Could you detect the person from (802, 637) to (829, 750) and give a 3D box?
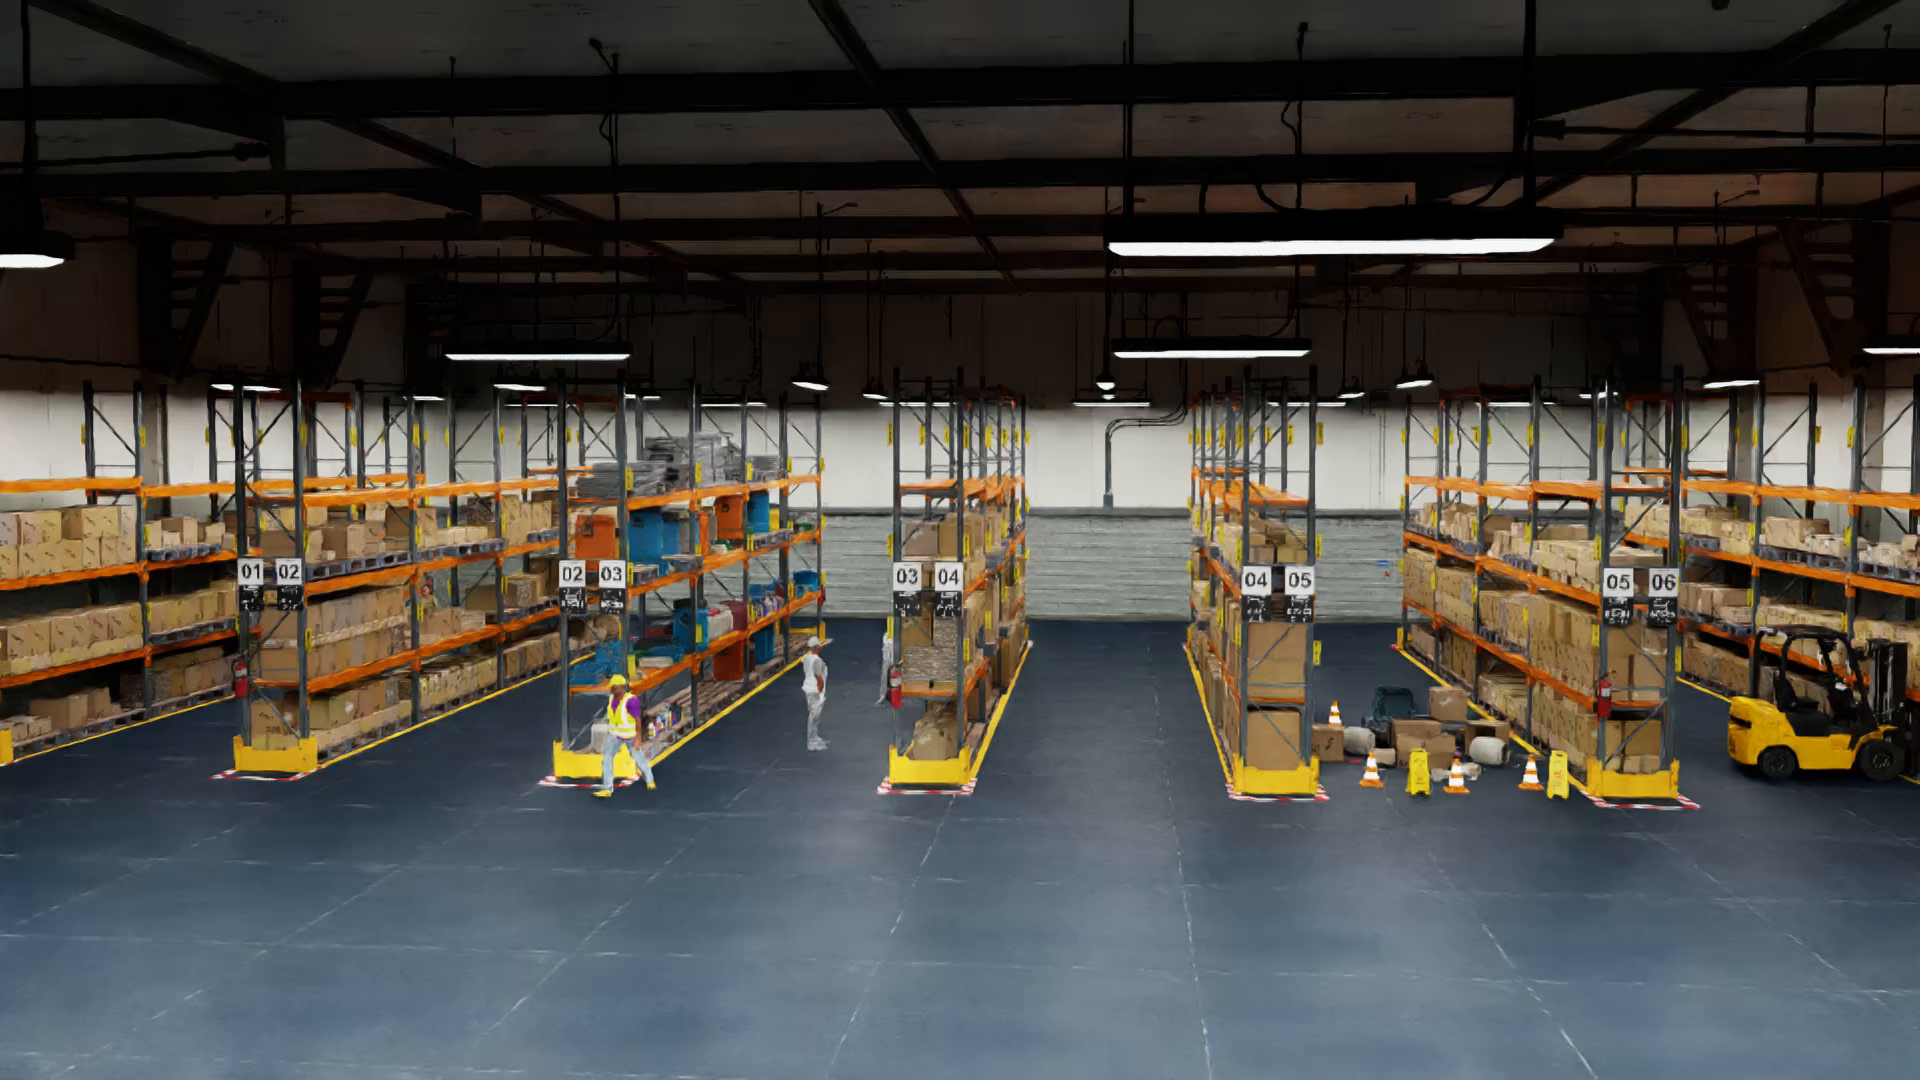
[{"bbox_3d":[-2.286,2.435,26.682,0.457,1.783,0.615,-2,4,-24],"label":"person"}]

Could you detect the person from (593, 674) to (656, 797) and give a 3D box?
[{"bbox_3d":[-4.675,2.711,23.237,0.618,1.710,0.971,2,4,26],"label":"person"}]

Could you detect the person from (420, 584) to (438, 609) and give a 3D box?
[{"bbox_3d":[-12.236,1.812,38.328,0.458,1.610,1.019,0,4,4],"label":"person"}]

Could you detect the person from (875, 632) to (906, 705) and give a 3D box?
[{"bbox_3d":[-1.249,2.247,31.012,0.483,1.619,0.997,1,4,16],"label":"person"}]
